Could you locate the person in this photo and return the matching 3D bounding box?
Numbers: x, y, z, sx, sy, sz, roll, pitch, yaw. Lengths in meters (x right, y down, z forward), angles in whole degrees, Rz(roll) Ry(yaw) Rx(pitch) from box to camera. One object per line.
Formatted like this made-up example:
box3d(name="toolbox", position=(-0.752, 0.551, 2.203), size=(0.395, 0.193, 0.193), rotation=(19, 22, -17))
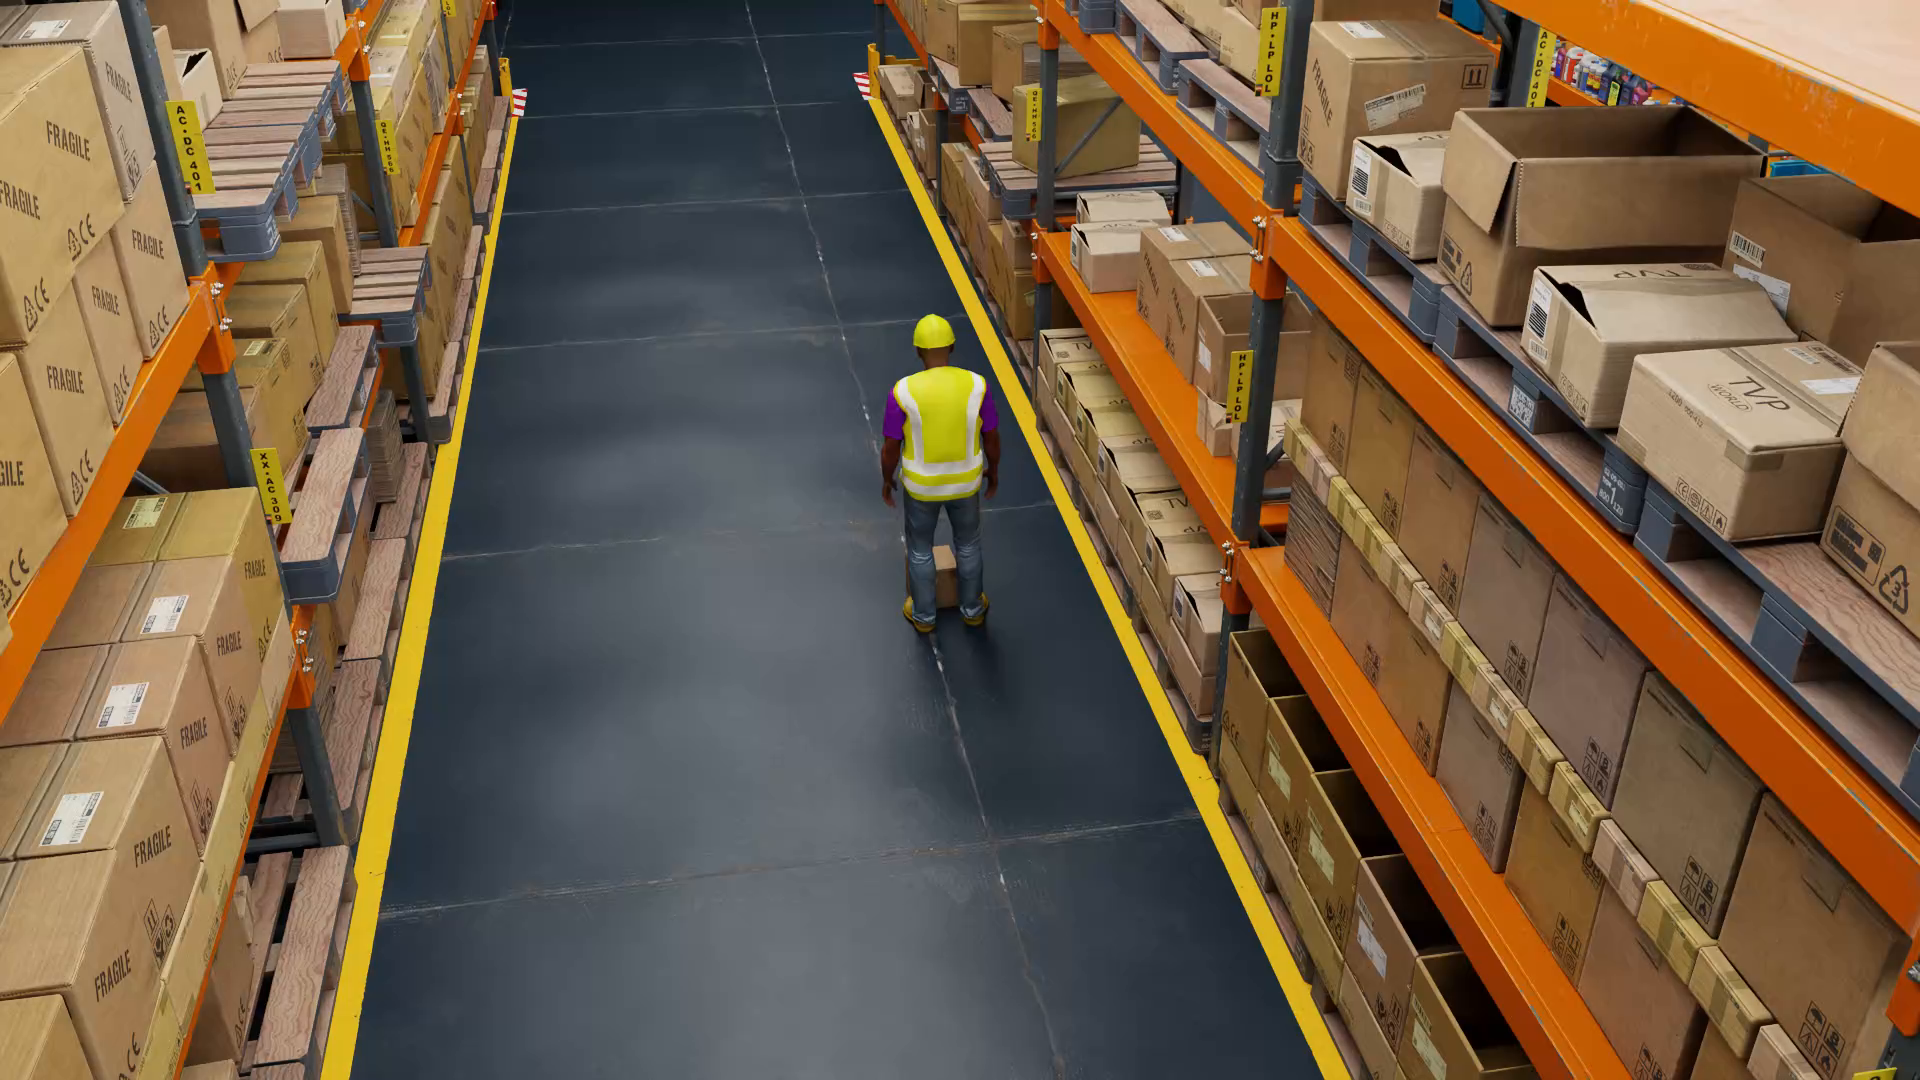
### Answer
box3d(name="person", position=(-0.100, -0.328, 8.676), size=(0.628, 1.761, 0.457), rotation=(-5, 31, -8))
